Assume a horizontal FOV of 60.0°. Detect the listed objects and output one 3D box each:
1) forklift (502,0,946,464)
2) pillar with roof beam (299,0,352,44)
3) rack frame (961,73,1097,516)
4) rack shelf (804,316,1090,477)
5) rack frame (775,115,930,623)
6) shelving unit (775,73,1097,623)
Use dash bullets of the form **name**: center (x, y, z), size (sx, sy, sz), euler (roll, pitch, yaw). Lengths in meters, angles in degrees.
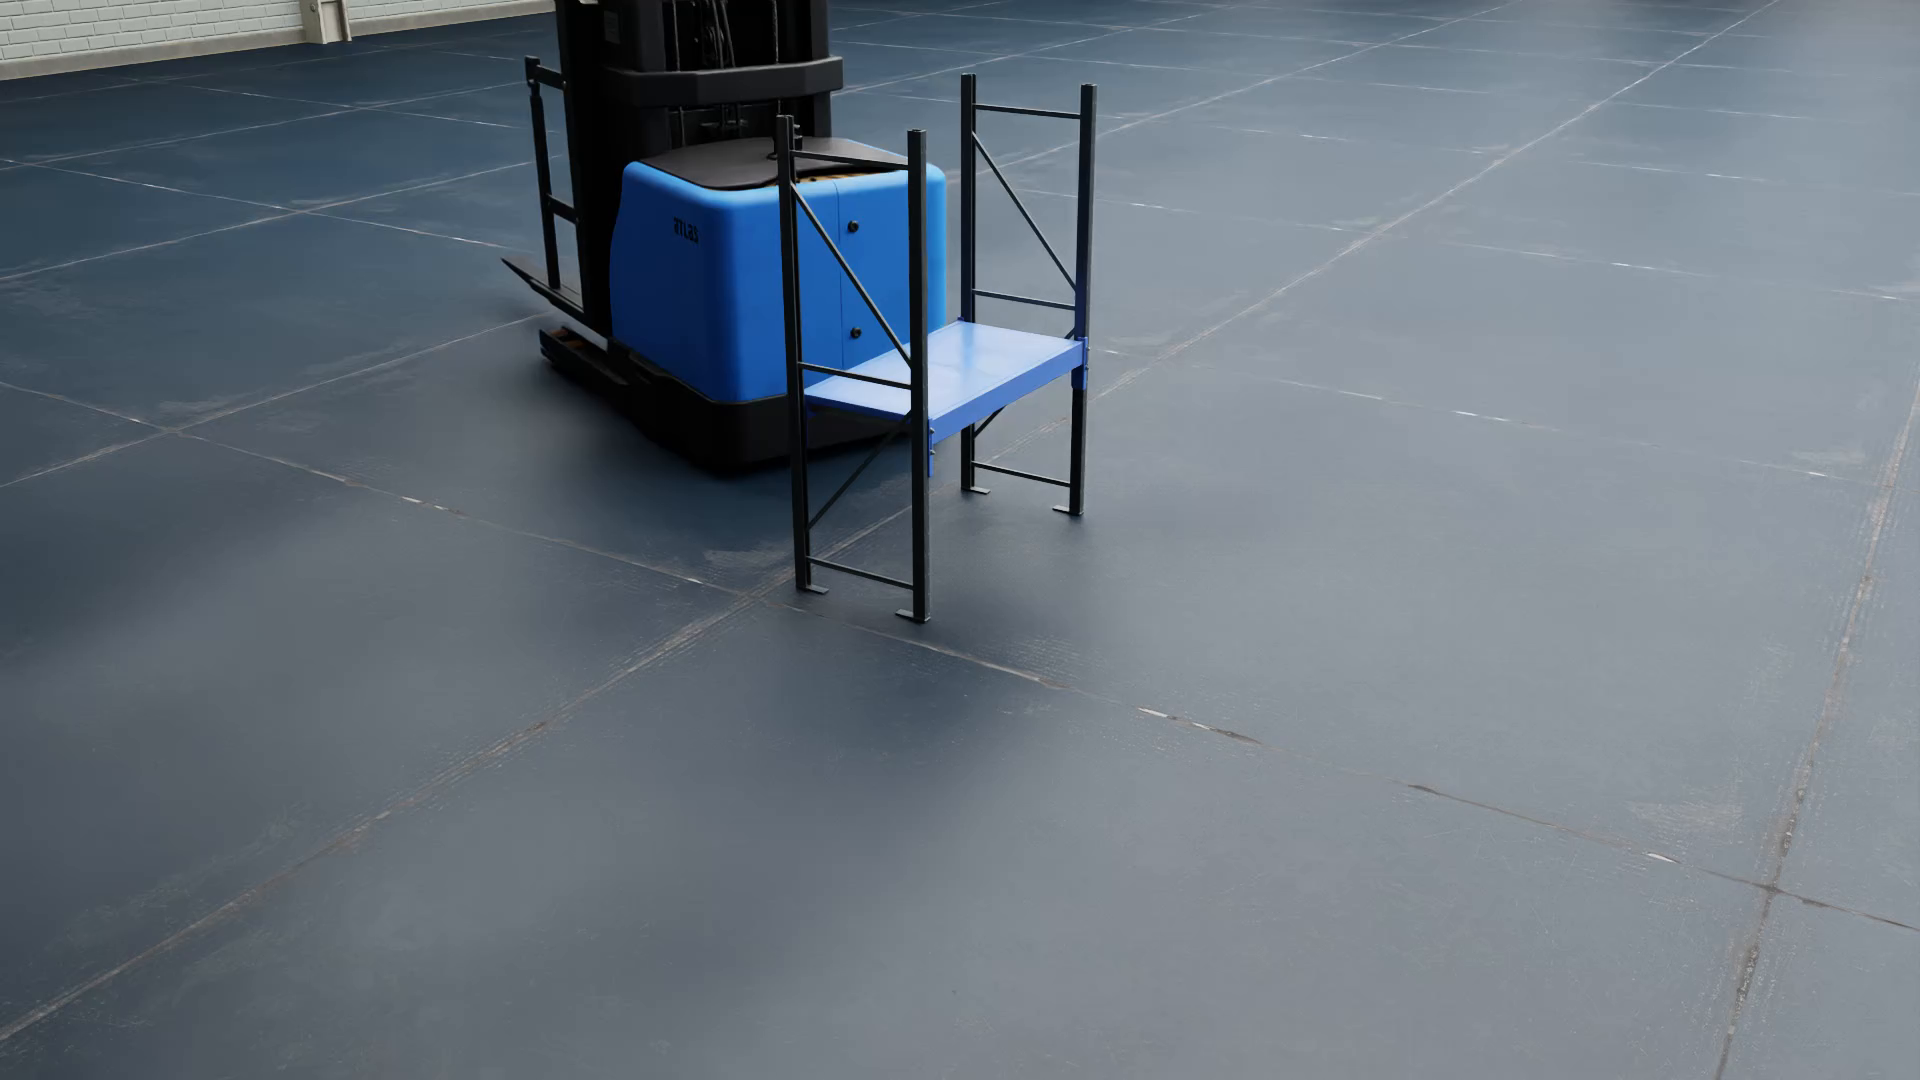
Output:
- **forklift**: center (-1.257, -2.164, 7.059), size (1.130, 2.935, 3.031), euler (-14, 27, -30)
- **pillar with roof beam**: center (-3.453, -8.843, 14.850), size (9.100, 9.000, 0.400), euler (14, 27, 29)
- **rack frame**: center (0.223, -0.831, 5.782), size (0.500, 1.500, 0.032), euler (14, 27, 29)
- **rack shelf**: center (-0.045, -0.494, 5.457), size (0.538, 0.185, 1.000), euler (14, 27, 29)
- **rack frame**: center (-0.313, -0.488, 4.989), size (0.500, 1.500, 0.032), euler (14, 27, 29)
- **shelving unit**: center (-0.045, -0.659, 5.386), size (0.538, 1.500, 1.048), euler (14, 27, 29)
